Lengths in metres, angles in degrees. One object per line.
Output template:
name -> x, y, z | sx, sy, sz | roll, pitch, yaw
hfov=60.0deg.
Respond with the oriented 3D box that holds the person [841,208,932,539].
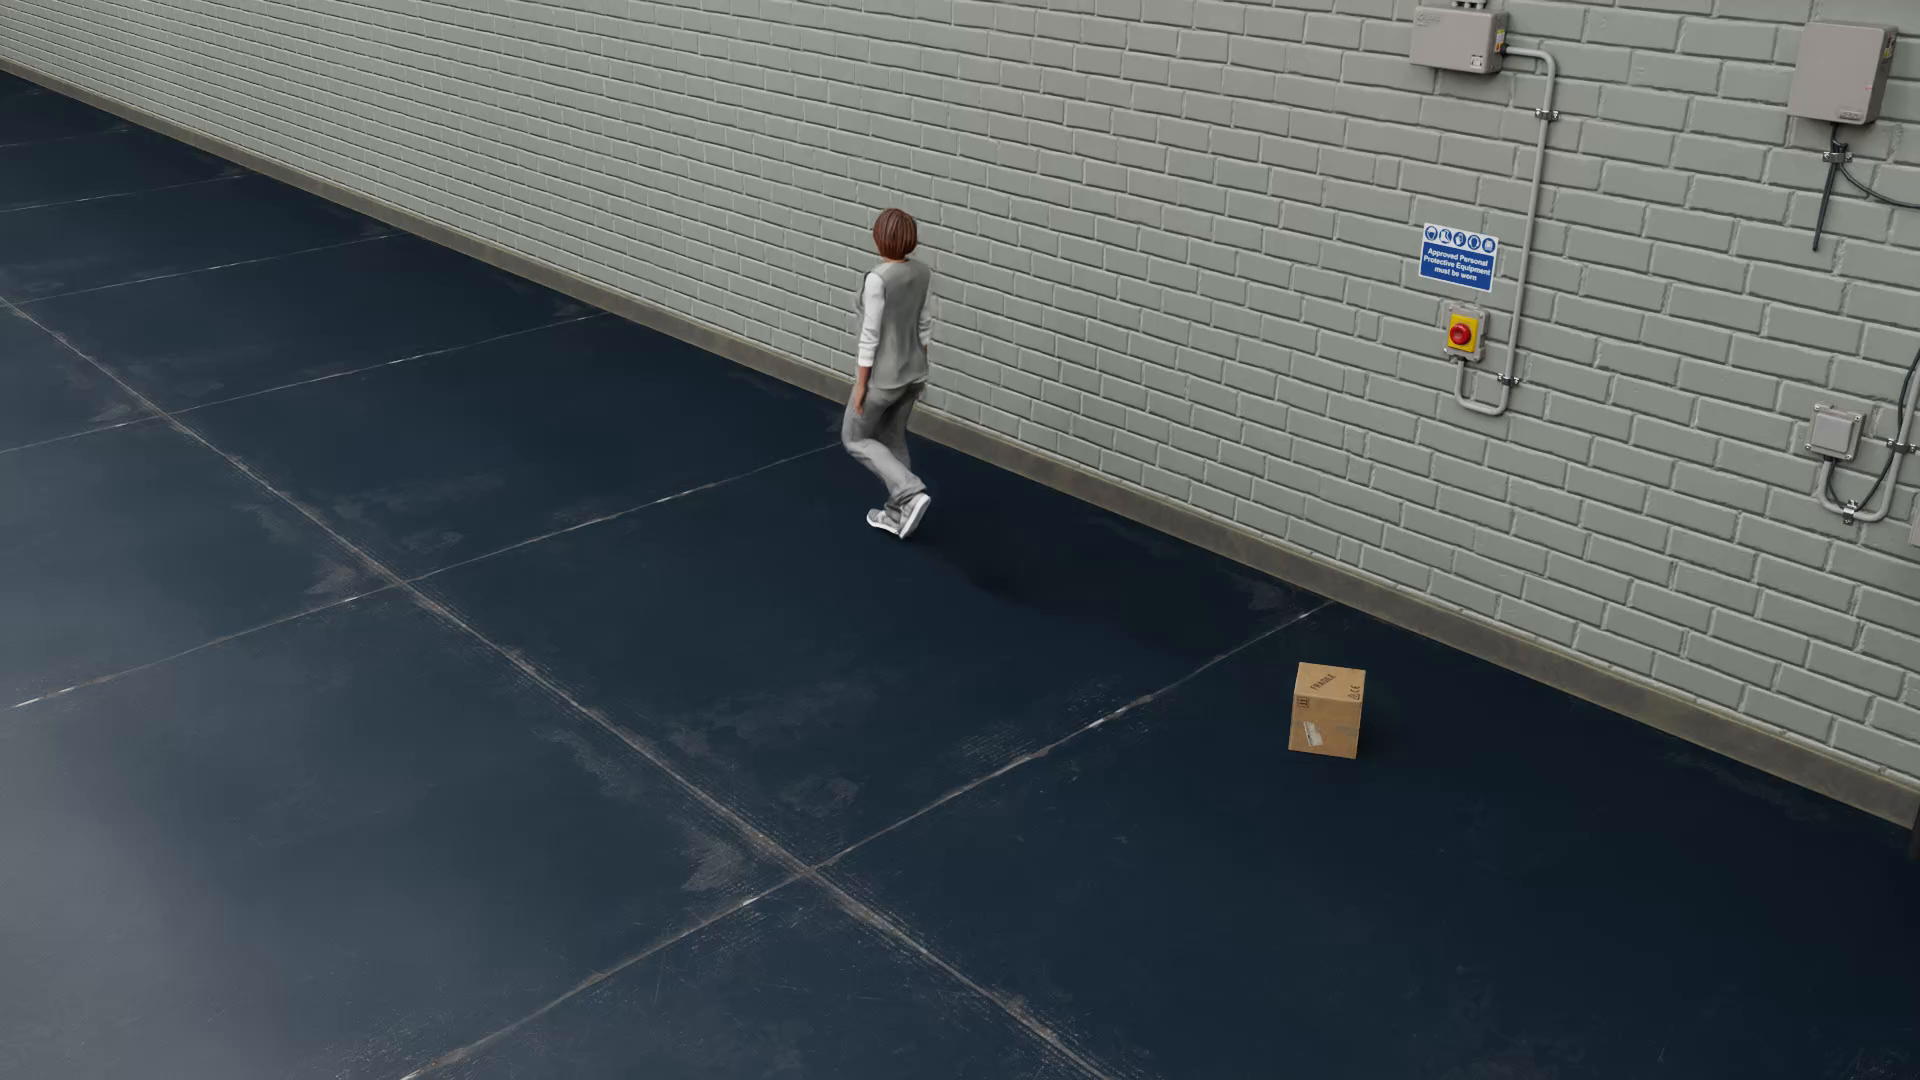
person -> -0.294, -0.734, 7.658 | 0.487, 1.580, 0.434 | 20, 31, 36
